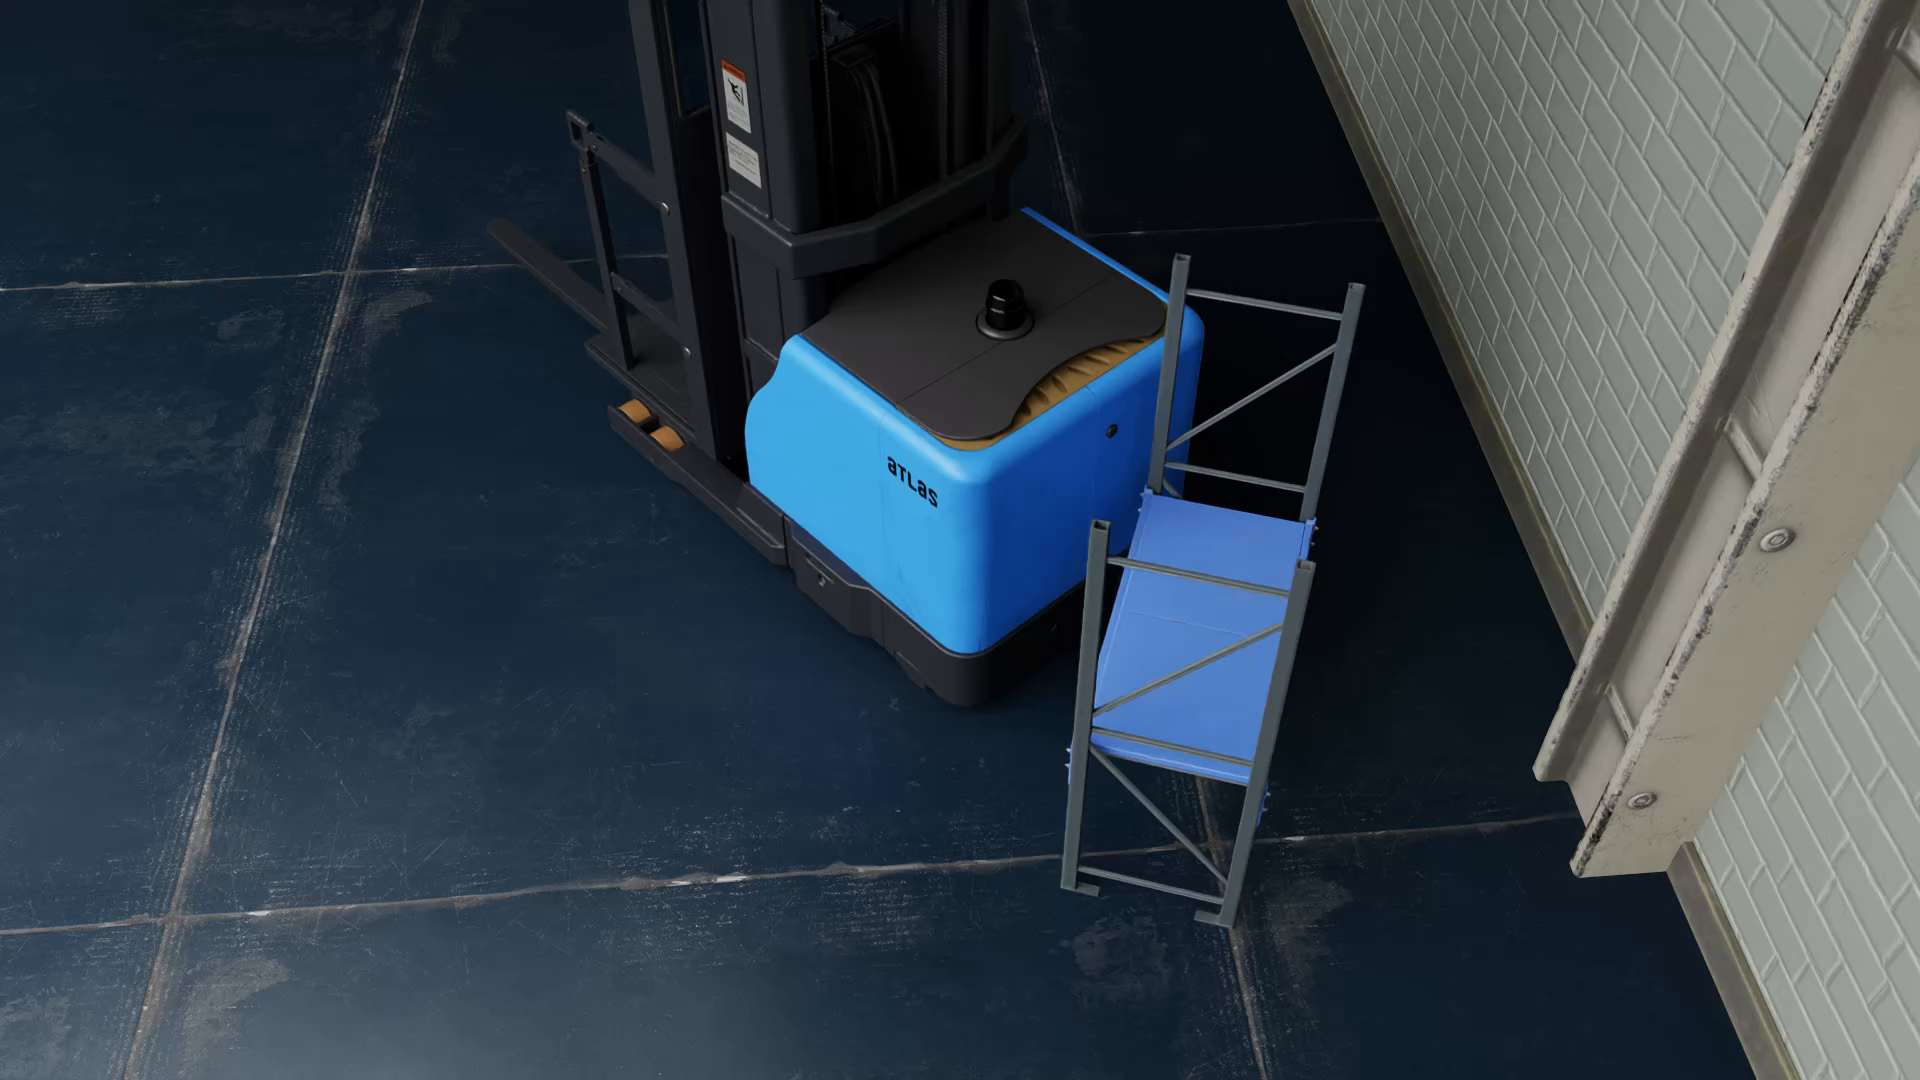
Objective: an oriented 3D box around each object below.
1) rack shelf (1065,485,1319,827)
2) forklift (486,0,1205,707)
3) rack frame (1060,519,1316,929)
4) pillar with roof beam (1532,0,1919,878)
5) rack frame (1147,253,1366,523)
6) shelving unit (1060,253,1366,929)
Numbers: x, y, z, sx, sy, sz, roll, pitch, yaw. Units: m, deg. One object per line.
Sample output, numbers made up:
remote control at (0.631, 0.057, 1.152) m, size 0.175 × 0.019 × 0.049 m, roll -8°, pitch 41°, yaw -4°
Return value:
rack shelf at (0.671, 0.295, 4.685) m, size 0.538 × 0.185 × 1.000 m, roll 11°, pitch 48°, yaw 11°
forklift at (-0.625, -1.475, 5.129) m, size 1.130 × 2.935 × 3.031 m, roll -34°, pitch 55°, yaw -28°
rack frame at (0.535, 0.527, 4.218) m, size 0.500 × 1.500 × 0.032 m, roll 11°, pitch 48°, yaw 11°
pillar with roof beam at (-2.368, -2.007, 1.452) m, size 9.100 × 9.000 × 0.400 m, roll -3°, pitch 47°, yaw -3°
rack frame at (0.807, -0.184, 4.892) m, size 0.500 × 1.500 × 0.032 m, roll 11°, pitch 48°, yaw 11°
shelving unit at (0.671, 0.171, 4.555) m, size 0.538 × 1.500 × 1.048 m, roll 11°, pitch 48°, yaw 11°
